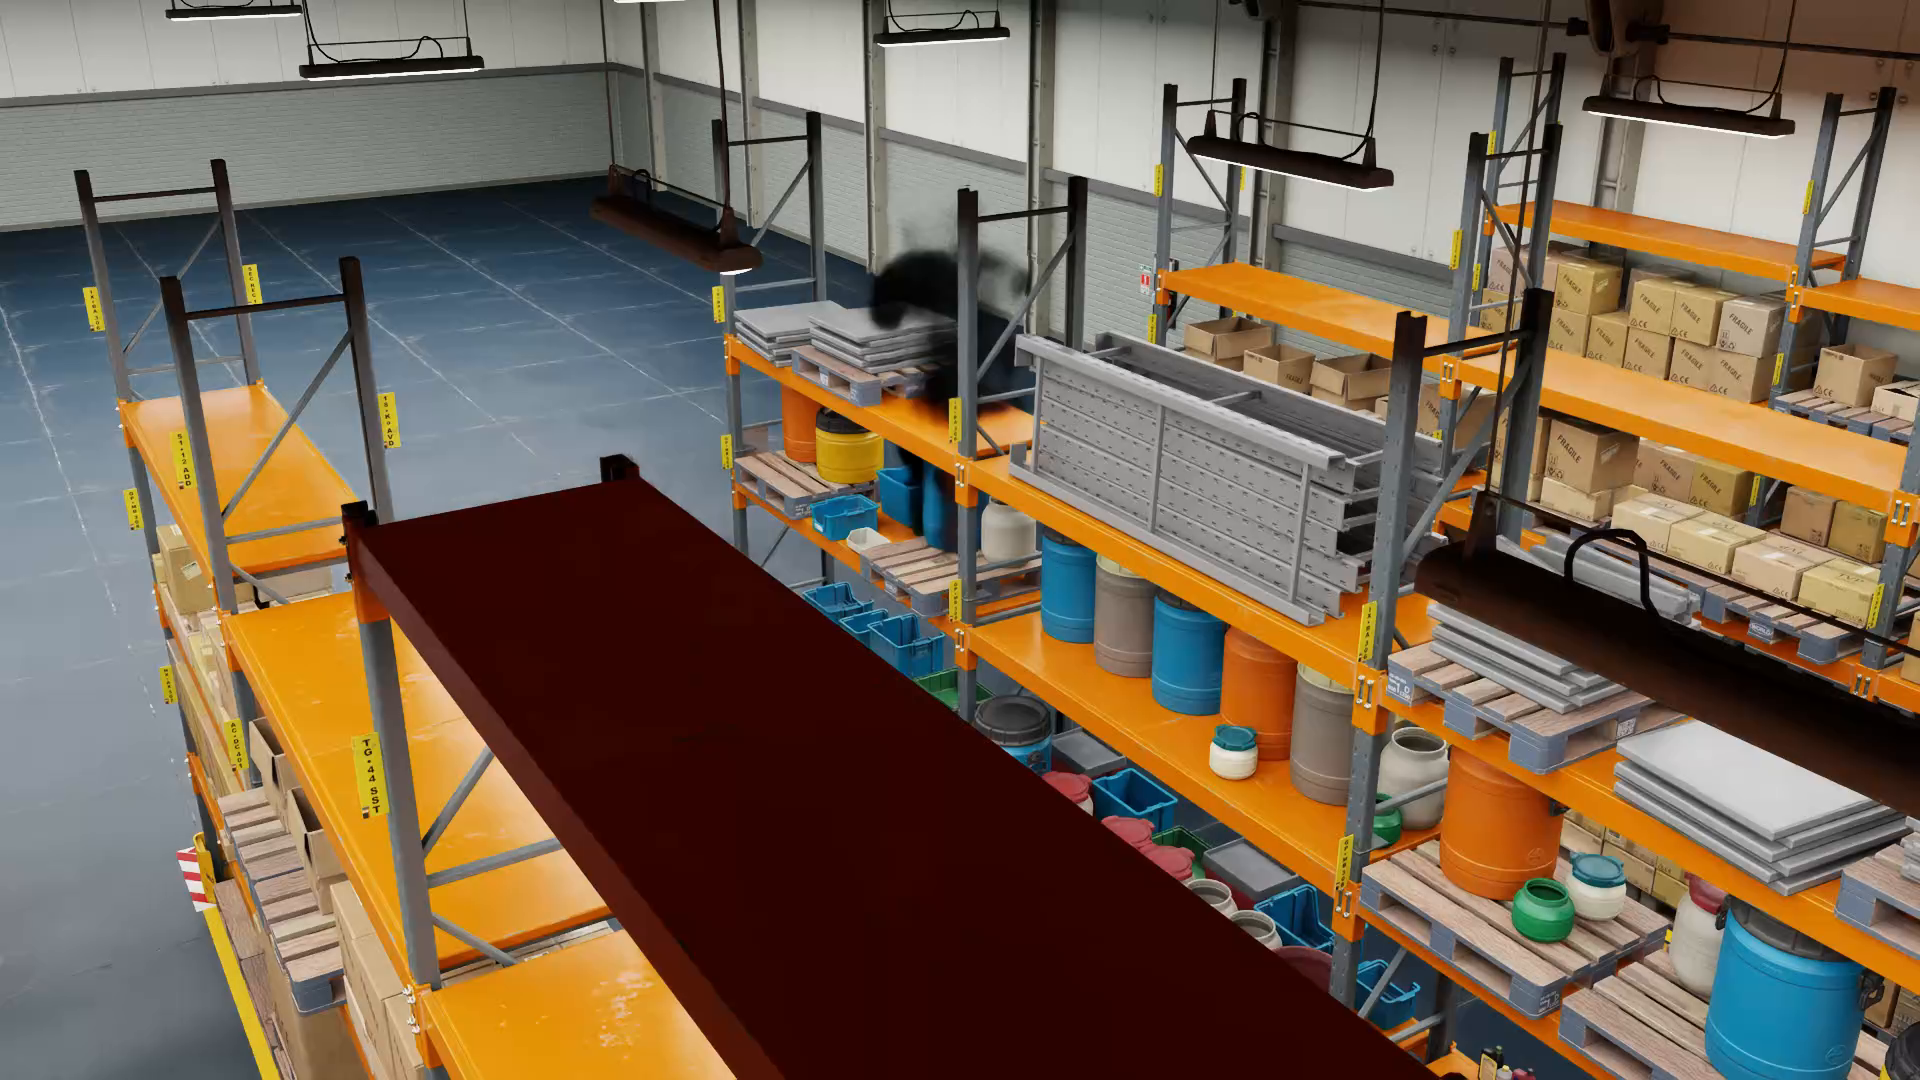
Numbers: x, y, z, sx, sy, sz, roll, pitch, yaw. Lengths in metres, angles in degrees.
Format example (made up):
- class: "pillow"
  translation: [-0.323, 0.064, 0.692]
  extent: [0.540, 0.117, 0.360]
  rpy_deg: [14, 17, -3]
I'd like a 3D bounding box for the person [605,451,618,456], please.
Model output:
- class: "person"
  translation: [-4.125, -0.282, 19.955]
  extent: [0.704, 1.606, 0.628]
  rpy_deg: [1, 22, 3]
